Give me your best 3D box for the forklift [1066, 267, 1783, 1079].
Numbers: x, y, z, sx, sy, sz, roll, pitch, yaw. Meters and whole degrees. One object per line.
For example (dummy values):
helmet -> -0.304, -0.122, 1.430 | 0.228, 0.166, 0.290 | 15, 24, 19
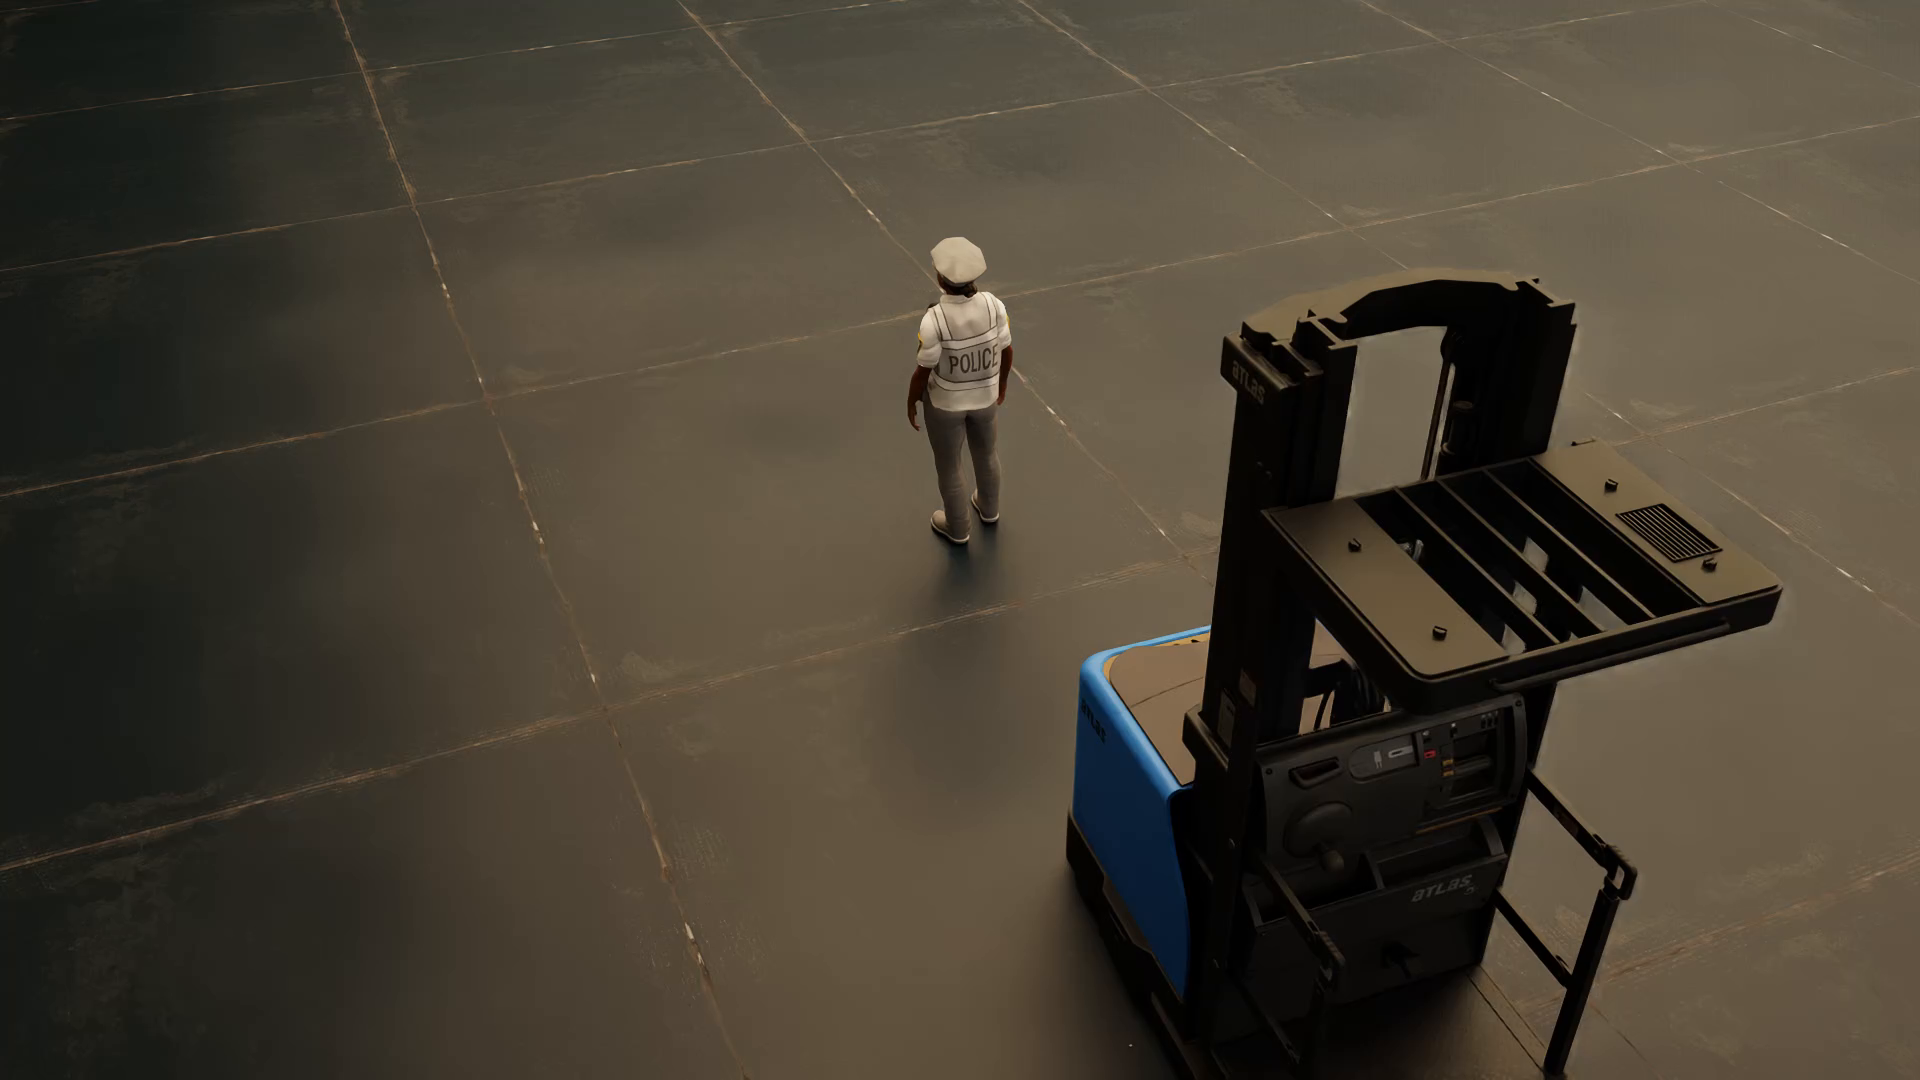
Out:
forklift -> 1.417, 0.814, 4.954 | 1.130, 2.935, 3.031 | -12, 37, -16

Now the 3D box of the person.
person -> -0.011, -0.741, 8.195 | 0.569, 1.695, 0.530 | -14, 38, -19
